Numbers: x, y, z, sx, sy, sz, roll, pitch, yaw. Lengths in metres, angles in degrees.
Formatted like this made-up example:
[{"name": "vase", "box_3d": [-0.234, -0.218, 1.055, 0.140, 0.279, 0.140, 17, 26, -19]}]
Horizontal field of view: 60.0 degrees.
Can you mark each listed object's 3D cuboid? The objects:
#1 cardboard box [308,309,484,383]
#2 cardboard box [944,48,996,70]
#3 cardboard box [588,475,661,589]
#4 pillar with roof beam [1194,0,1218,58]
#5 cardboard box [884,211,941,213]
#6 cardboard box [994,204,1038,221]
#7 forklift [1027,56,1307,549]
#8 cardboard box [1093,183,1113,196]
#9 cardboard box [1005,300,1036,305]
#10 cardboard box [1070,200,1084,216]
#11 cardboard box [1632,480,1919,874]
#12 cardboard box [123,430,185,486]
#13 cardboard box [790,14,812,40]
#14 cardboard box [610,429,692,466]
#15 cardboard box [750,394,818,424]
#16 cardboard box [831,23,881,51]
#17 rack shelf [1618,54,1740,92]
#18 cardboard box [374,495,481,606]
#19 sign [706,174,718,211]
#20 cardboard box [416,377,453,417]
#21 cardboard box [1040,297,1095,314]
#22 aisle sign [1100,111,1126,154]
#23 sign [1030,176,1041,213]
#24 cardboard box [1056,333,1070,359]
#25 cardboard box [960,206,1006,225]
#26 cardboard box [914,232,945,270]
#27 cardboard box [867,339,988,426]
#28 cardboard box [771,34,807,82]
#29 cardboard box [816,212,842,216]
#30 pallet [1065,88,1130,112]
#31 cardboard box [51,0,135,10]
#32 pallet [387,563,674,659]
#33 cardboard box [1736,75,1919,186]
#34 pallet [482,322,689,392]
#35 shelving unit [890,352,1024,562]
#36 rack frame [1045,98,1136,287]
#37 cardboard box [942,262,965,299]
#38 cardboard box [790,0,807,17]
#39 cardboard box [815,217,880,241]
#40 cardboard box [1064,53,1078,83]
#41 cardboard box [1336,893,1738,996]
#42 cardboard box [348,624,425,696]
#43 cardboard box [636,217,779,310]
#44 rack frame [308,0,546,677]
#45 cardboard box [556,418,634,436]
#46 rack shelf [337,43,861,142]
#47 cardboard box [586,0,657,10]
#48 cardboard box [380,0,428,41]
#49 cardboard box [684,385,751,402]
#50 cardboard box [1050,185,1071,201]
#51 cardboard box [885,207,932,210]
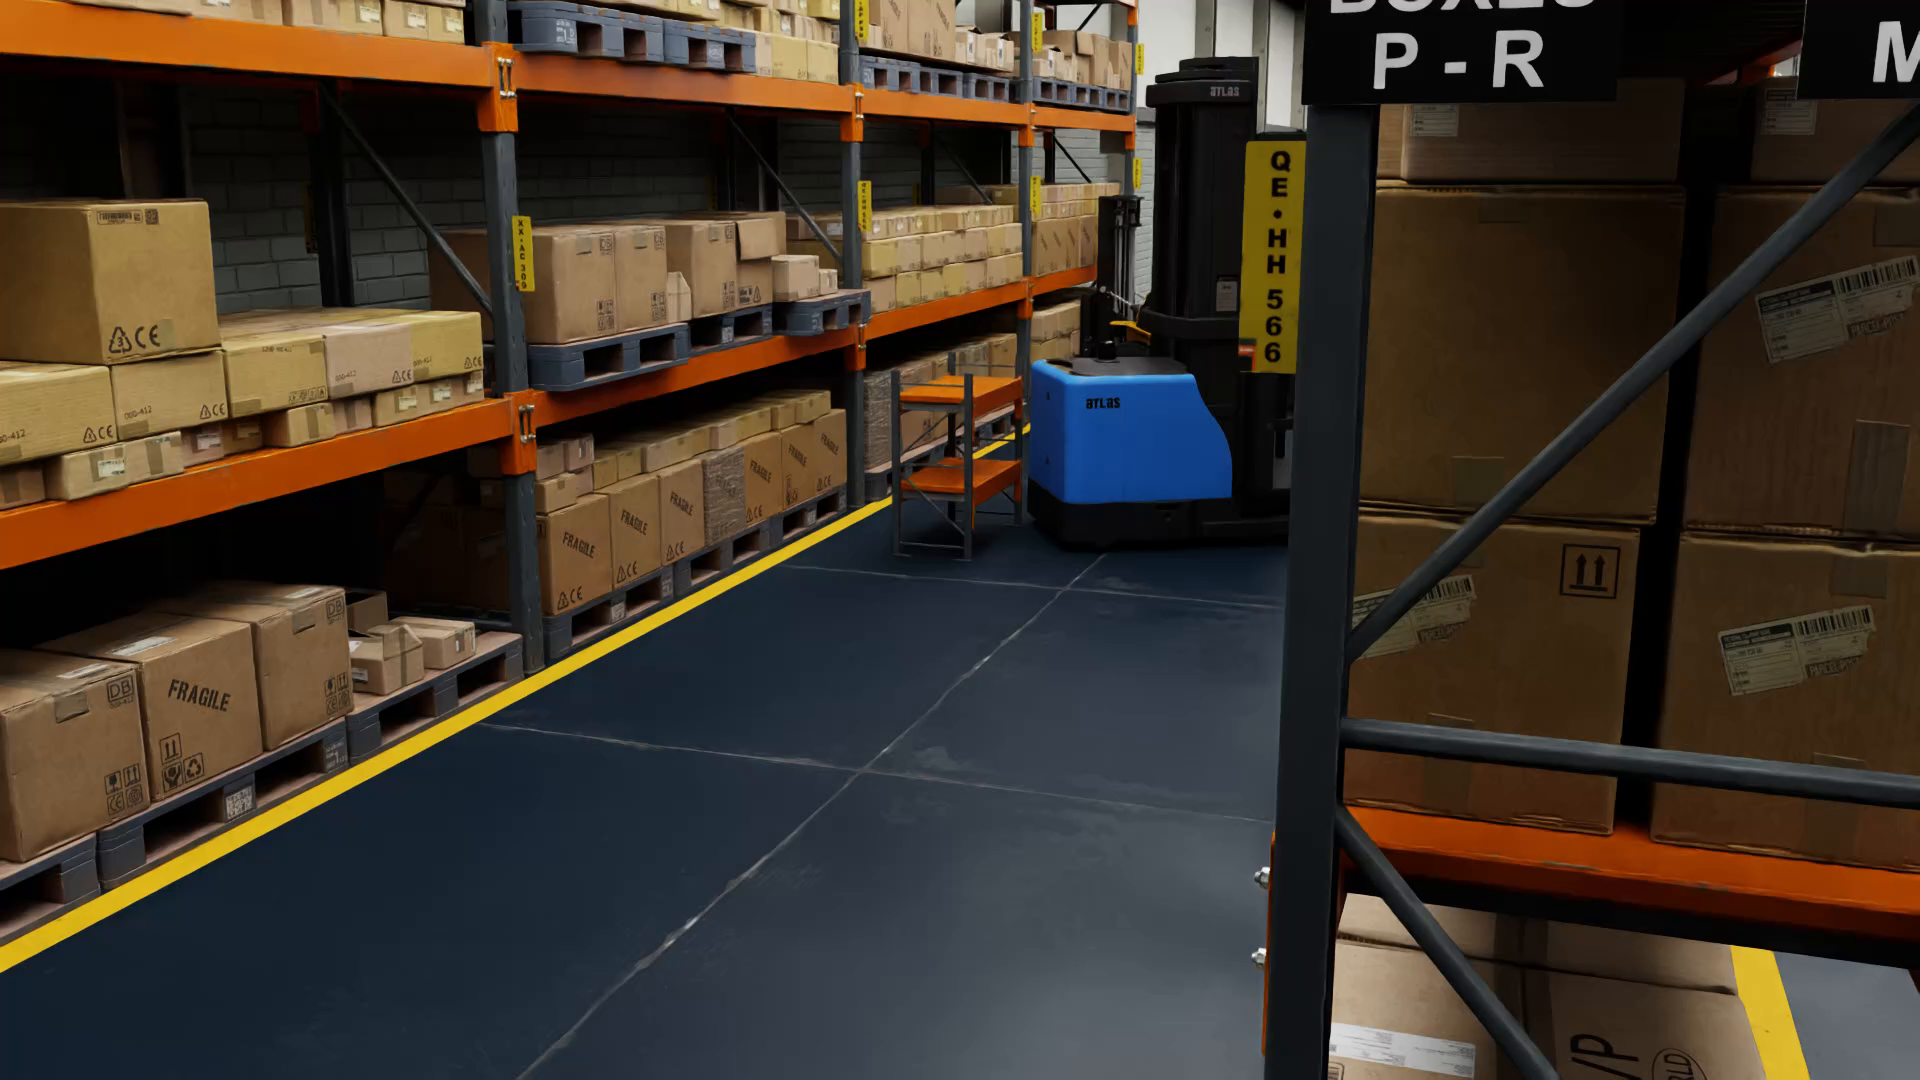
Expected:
[{"name": "cardboard box", "box_3d": [-2.377, -0.824, 7.026, 0.500, 0.250, 0.500, 5, 14, 20]}, {"name": "cardboard box", "box_3d": [0.076, -3.901, 13.495, 0.380, 0.149, 0.250, 4, 14, 18]}, {"name": "cardboard box", "box_3d": [-1.911, -0.061, 8.690, 0.500, 0.500, 0.500, 4, 14, 18]}, {"name": "pillar with roof beam", "box_3d": [8.317, -8.463, 27.345, 9.100, 9.000, 0.400, 4, 14, 18]}, {"name": "cardboard box", "box_3d": [-0.367, -2.464, 12.861, 0.380, 0.149, 0.250, 4, 14, 18]}, {"name": "cardboard box", "box_3d": [0.497, -2.974, 15.097, 0.380, 0.149, 0.250, 4, 13, 18]}, {"name": "forklift", "box_3d": [2.015, -1.519, 10.557, 3.031, 2.935, 1.130, -3, 13, -11]}, {"name": "cardboard box", "box_3d": [1.413, -3.712, 17.658, 0.380, 0.149, 0.250, 5, 14, 20]}, {"name": "cardboard box", "box_3d": [0.447, -2.244, 16.566, 0.500, 0.250, 0.500, 4, 14, 19]}, {"name": "cardboard box", "box_3d": [1.016, -3.299, 16.517, 0.380, 0.149, 0.250, 4, 13, 17]}, {"name": "cardboard box", "box_3d": [1.387, 0.193, 2.678, 0.500, 0.500, 0.500, 4, 14, 18]}, {"name": "cardboard box", "box_3d": [-2.842, -0.286, 5.566, 0.380, 0.149, 0.250, 5, 14, 20]}, {"name": "cardboard box", "box_3d": [-1.139, -3.158, 10.282, 0.380, 0.149, 0.250, 4, 13, 17]}, {"name": "cardboard box", "box_3d": [-1.712, -0.515, 9.220, 0.380, 0.149, 0.250, 5, 14, 20]}, {"name": "cardboard box", "box_3d": [-1.128, -0.840, 10.641, 0.380, 0.149, 0.250, 4, 13, 15]}, {"name": "cardboard box", "box_3d": [-0.749, -3.373, 11.139, 0.380, 0.166, 0.250, 4, 14, 18]}, {"name": "rack shelf", "box_3d": [2.902, -2.053, 7.618, 1.077, 0.370, 4.000, 4, 14, 18]}, {"name": "cardboard box", "box_3d": [-2.564, 0.012, 8.367, 0.500, 0.500, 0.500, 4, 14, 18]}, {"name": "sign", "box_3d": [-1.676, -2.323, 11.322, 0.100, 0.325, 0.005, 4, 14, 18]}, {"name": "cardboard box", "box_3d": [-2.371, -0.613, 6.996, 0.380, 0.149, 0.250, 5, 14, 20]}, {"name": "cardboard box", "box_3d": [1.101, -2.315, 16.877, 0.500, 0.250, 0.500, 4, 13, 17]}, {"name": "aisle sign", "box_3d": [1.738, -4.664, 18.338, 0.394, 0.787, 0.004, 4, 14, 18]}, {"name": "sign", "box_3d": [0.662, -3.050, 14.687, 0.100, 0.325, 0.005, 4, 14, 18]}, {"name": "cardboard box", "box_3d": [0.755, -1.855, 15.987, 0.500, 0.250, 0.500, 4, 14, 18]}, {"name": "cardboard box", "box_3d": [0.178, -2.783, 14.257, 0.380, 0.149, 0.250, 4, 13, 18]}, {"name": "cardboard box", "box_3d": [-0.425, -2.180, 12.511, 0.500, 0.250, 0.500, 4, 13, 17]}, {"name": "cardboard box", "box_3d": [-0.272, -1.335, 13.988, 0.875, 0.625, 0.625, 4, 14, 18]}, {"name": "cardboard box", "box_3d": [-1.248, -2.877, 9.948, 0.500, 0.250, 0.500, 4, 14, 19]}, {"name": "cardboard box", "box_3d": [-0.944, -2.387, 12.521, 0.380, 0.149, 0.250, 4, 14, 18]}, {"name": "pallet", "box_3d": [1.186, -4.676, 17.691, 1.003, 0.211, 1.213, 4, 14, 18]}, {"name": "cardboard box", "box_3d": [-2.827, -1.741, 5.198, 0.380, 0.149, 0.250, 4, 14, 19]}, {"name": "pallet", "box_3d": [-2.216, 0.309, 8.662, 1.003, 0.211, 1.213, 4, 14, 18]}, {"name": "cardboard box", "box_3d": [1.337, -0.585, 2.382, 0.380, 0.149, 0.250, 5, 14, 20]}, {"name": "pallet", "box_3d": [-2.082, -0.944, 8.313, 1.003, 0.211, 1.213, 4, 14, 18]}, {"name": "shelving unit", "box_3d": [-0.002, -0.547, 10.357, 0.538, 1.125, 1.048, 4, 14, 18]}, {"name": "rack frame", "box_3d": [1.439, -3.404, 18.659, 1.000, 3.000, 0.127, 4, 14, 18]}, {"name": "cardboard box", "box_3d": [-0.278, -2.045, 13.046, 0.500, 0.250, 0.500, 5, 14, 20]}, {"name": "cardboard box", "box_3d": [-1.166, -3.306, 10.265, 0.380, 0.149, 0.250, 4, 13, 16]}, {"name": "cardboard box", "box_3d": [-0.767, -2.130, 11.397, 0.380, 0.149, 0.250, 5, 14, 20]}, {"name": "cardboard box", "box_3d": [0.912, -4.502, 15.866, 0.396, 0.266, 0.258, 4, 13, 17]}, {"name": "cardboard box", "box_3d": [1.367, 1.027, 4.062, 0.875, 0.438, 0.875, 5, 14, 20]}, {"name": "cardboard box", "box_3d": [-2.461, 0.465, 6.911, 0.396, 0.266, 0.258, 5, 14, 20]}, {"name": "cardboard box", "box_3d": [-1.502, -1.617, 9.657, 0.797, 0.503, 0.637, 4, 13, 17]}, {"name": "rack frame", "box_3d": [-2.443, -0.877, 7.589, 1.000, 3.000, 0.127, 4, 14, 18]}, {"name": "cardboard box", "box_3d": [-2.108, -0.604, 9.610, 0.380, 0.149, 0.250, 4, 13, 16]}, {"name": "rack shelf", "box_3d": [-1.796, -2.410, 9.180, 1.077, 0.370, 4.000, 4, 14, 18]}, {"name": "cardboard box", "box_3d": [-1.702, -2.664, 8.074, 0.380, 0.149, 0.250, 5, 14, 19]}, {"name": "cardboard box", "box_3d": [-2.363, -2.069, 6.633, 0.380, 0.149, 0.250, 4, 14, 18]}, {"name": "cardboard box", "box_3d": [-1.613, -0.934, 11.055, 0.380, 0.149, 0.250, 5, 14, 21]}, {"name": "cardboard box", "box_3d": [0.871, -3.394, 16.266, 0.380, 0.149, 0.250, 4, 14, 18]}, {"name": "cardboard box", "box_3d": [-0.453, -2.707, 13.926, 0.380, 0.149, 0.250, 4, 14, 18]}]
